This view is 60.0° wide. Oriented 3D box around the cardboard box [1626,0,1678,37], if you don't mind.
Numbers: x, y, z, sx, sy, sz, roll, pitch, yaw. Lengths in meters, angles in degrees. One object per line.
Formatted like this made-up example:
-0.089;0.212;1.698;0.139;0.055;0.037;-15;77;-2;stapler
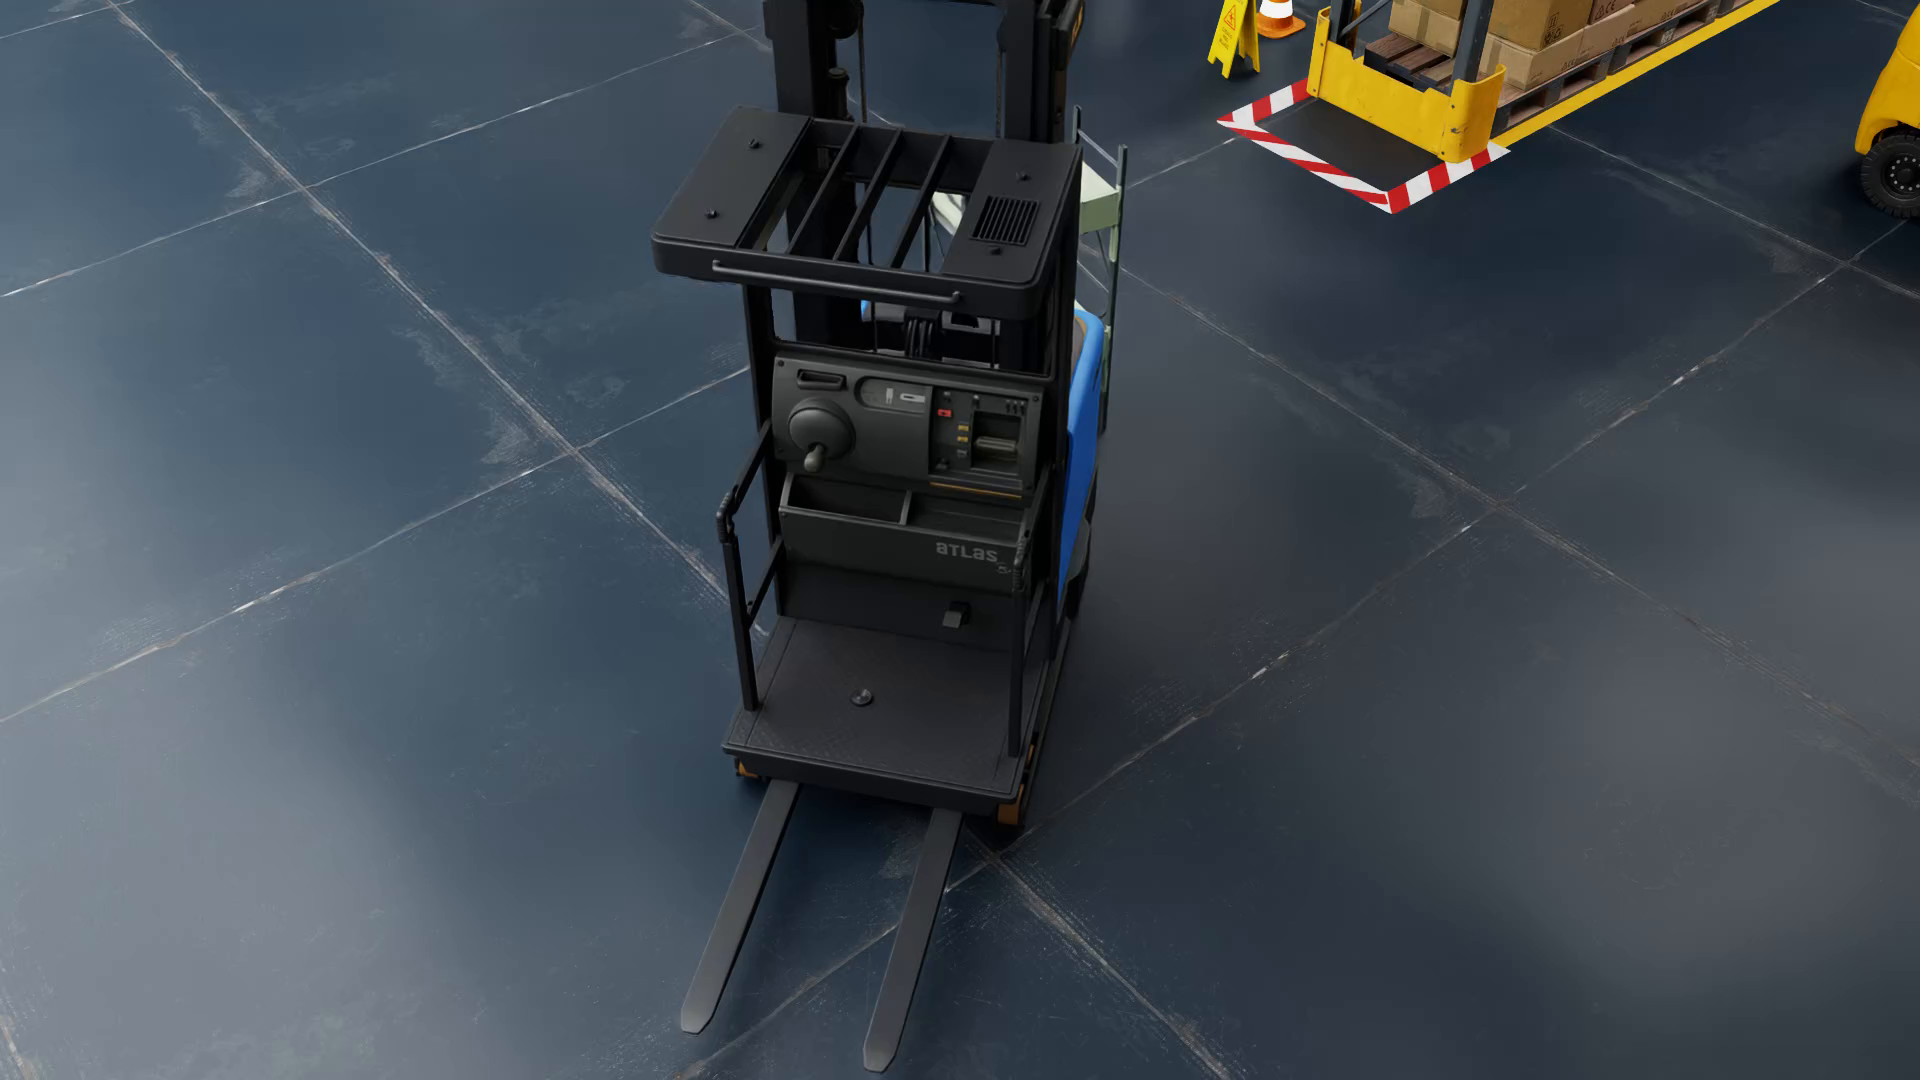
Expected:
4.160;-3.430;10.466;0.500;0.250;0.500;-26;49;-25;cardboard box

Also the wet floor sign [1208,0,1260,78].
1.725;-3.224;10.265;0.232;0.644;0.267;-14;45;-14;wet floor sign

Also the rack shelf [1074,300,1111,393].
0.262;-0.827;7.565;0.720;0.370;0.431;-20;47;-20;rack shelf

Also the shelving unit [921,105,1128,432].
0.262;-1.065;7.342;0.755;1.500;0.431;-20;47;-20;shelving unit

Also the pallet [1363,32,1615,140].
3.262;-2.959;10.300;1.213;0.211;1.003;-30;51;-28;pallet

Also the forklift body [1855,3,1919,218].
6.029;-2.480;8.373;1.214;2.155;2.313;-30;51;-28;forklift body

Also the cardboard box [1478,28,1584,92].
3.354;-2.963;9.970;0.500;0.250;0.500;-30;51;-28;cardboard box

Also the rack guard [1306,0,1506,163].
2.616;-2.726;9.841;0.348;0.500;1.175;-30;51;-28;rack guard

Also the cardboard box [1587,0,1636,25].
3.770;-3.479;9.971;0.500;0.500;0.500;-32;52;-29;cardboard box

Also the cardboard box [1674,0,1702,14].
4.549;-3.650;10.701;0.500;0.250;0.500;-29;50;-27;cardboard box

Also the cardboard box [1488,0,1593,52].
3.371;-3.248;9.724;0.500;0.500;0.500;-32;52;-29;cardboard box

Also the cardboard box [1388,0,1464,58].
3.023;-3.261;10.287;0.500;0.250;0.500;-30;51;-28;cardboard box

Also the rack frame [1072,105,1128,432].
0.586;-1.182;7.466;0.023;1.500;0.400;-20;47;-20;rack frame

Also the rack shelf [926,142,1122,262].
0.262;-1.349;7.075;0.720;0.370;0.431;-20;47;-20;rack shelf

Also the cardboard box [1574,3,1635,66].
3.750;-3.184;10.204;0.500;0.250;0.500;-28;50;-27;cardboard box

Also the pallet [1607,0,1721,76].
4.197;-3.492;10.867;1.213;0.211;1.003;-30;51;-28;pallet

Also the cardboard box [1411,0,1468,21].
3.005;-3.517;10.011;0.500;0.500;0.500;-29;51;-28;cardboard box

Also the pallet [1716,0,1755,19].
5.133;-4.030;11.441;1.213;0.211;1.003;-30;51;-28;pallet

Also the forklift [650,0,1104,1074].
-0.230;-0.299;5.481;1.130;2.935;3.031;9;44;9;forklift

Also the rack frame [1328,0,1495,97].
2.557;-3.604;8.949;0.127;3.000;1.000;-30;51;-28;rack frame

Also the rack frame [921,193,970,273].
-0.062;-0.948;7.217;0.023;1.500;0.400;-20;47;-20;rack frame

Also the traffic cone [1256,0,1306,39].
2.060;-3.545;10.740;0.334;0.463;0.336;-30;51;-28;traffic cone
